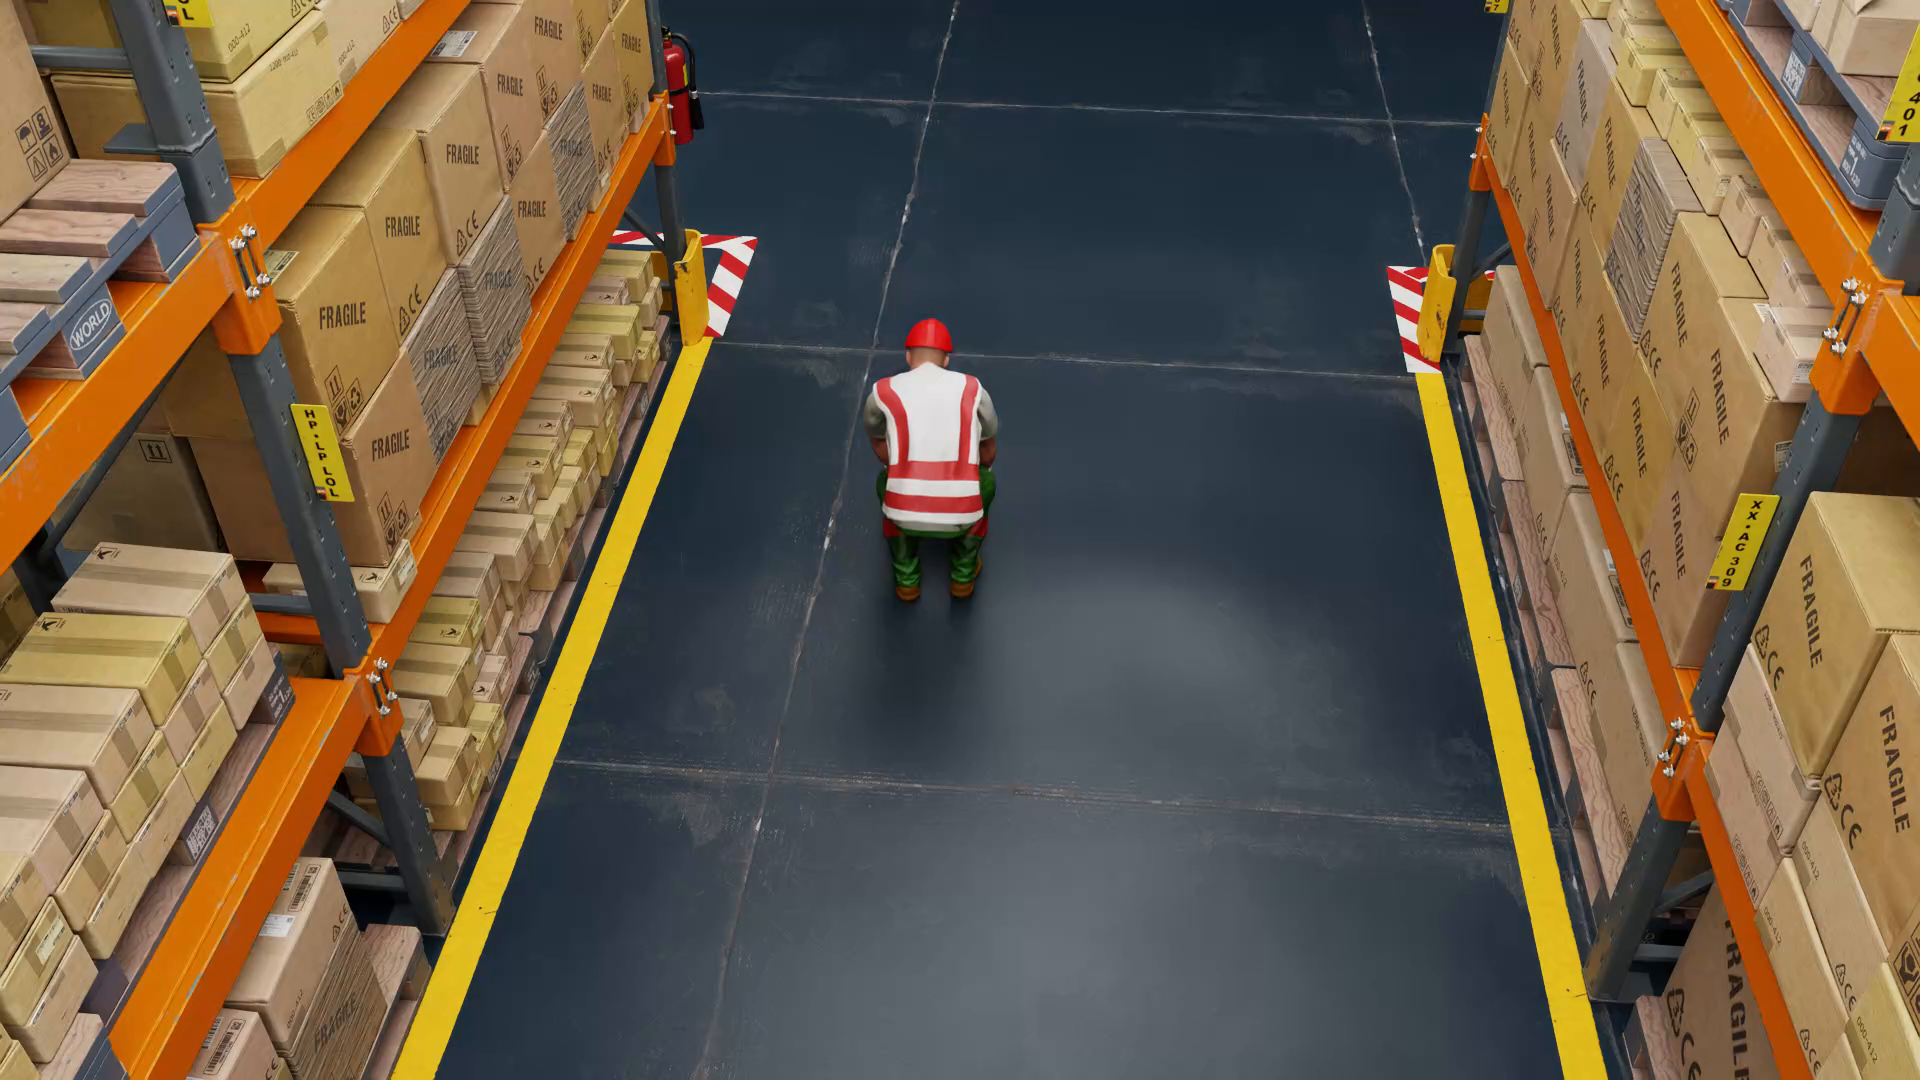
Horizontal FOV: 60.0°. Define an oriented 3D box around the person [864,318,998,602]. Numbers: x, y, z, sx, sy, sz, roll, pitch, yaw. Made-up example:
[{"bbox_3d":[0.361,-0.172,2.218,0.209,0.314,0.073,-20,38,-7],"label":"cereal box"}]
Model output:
[{"bbox_3d":[-0.132,-0.293,7.038,0.574,1.093,0.857,3,40,4],"label":"person"}]
